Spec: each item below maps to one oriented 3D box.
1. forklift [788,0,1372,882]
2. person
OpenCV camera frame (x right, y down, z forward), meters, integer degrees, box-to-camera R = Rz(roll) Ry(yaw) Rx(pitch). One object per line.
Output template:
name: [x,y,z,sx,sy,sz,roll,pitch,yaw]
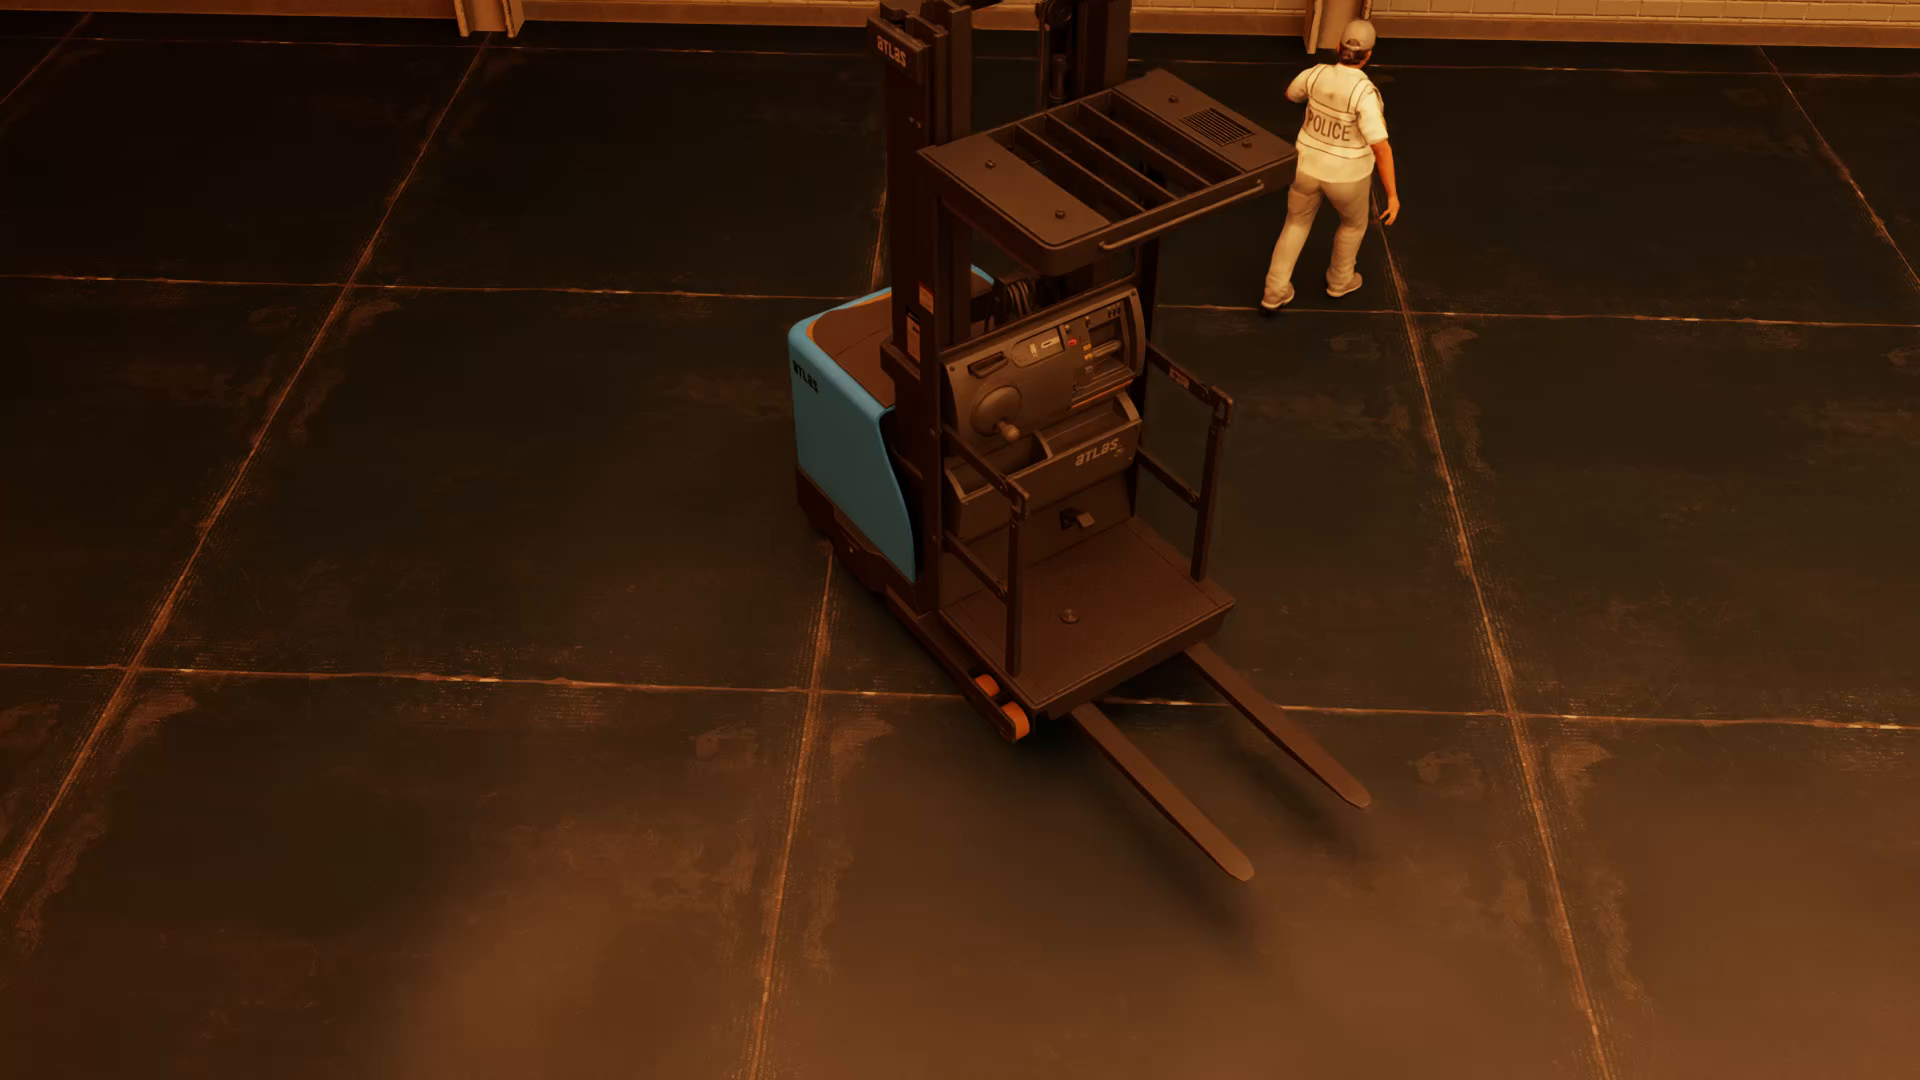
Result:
forklift: [0.469,-0.610,6.411,1.130,2.935,3.031,-25,48,-25]
person: [2.022,-1.978,8.881,0.884,1.644,0.718,29,50,28]
